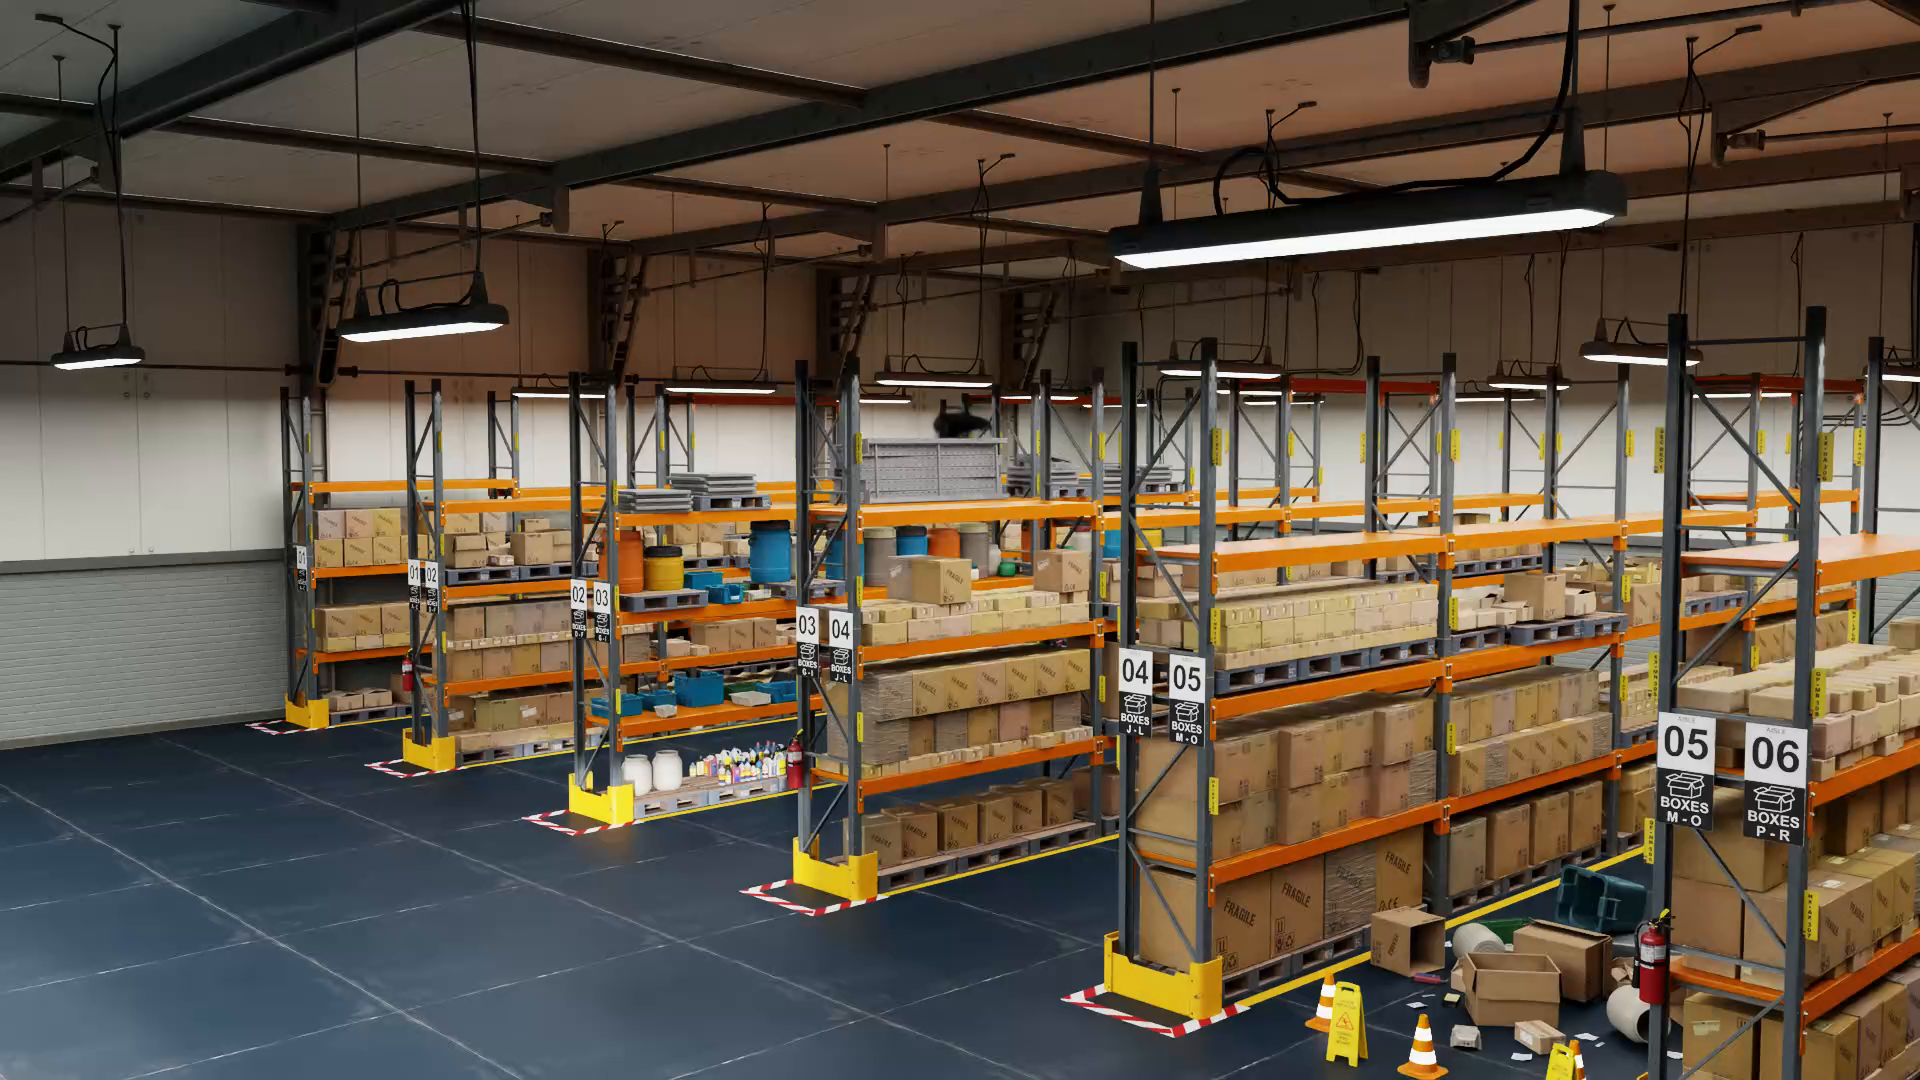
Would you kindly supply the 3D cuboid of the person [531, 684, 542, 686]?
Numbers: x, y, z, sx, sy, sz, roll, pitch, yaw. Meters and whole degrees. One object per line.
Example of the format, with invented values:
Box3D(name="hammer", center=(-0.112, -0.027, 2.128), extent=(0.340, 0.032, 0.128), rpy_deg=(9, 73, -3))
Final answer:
Box3D(name="person", center=(-7.410, 2.535, 28.778), extent=(0.534, 1.561, 0.576), rpy_deg=(3, 5, 41))
